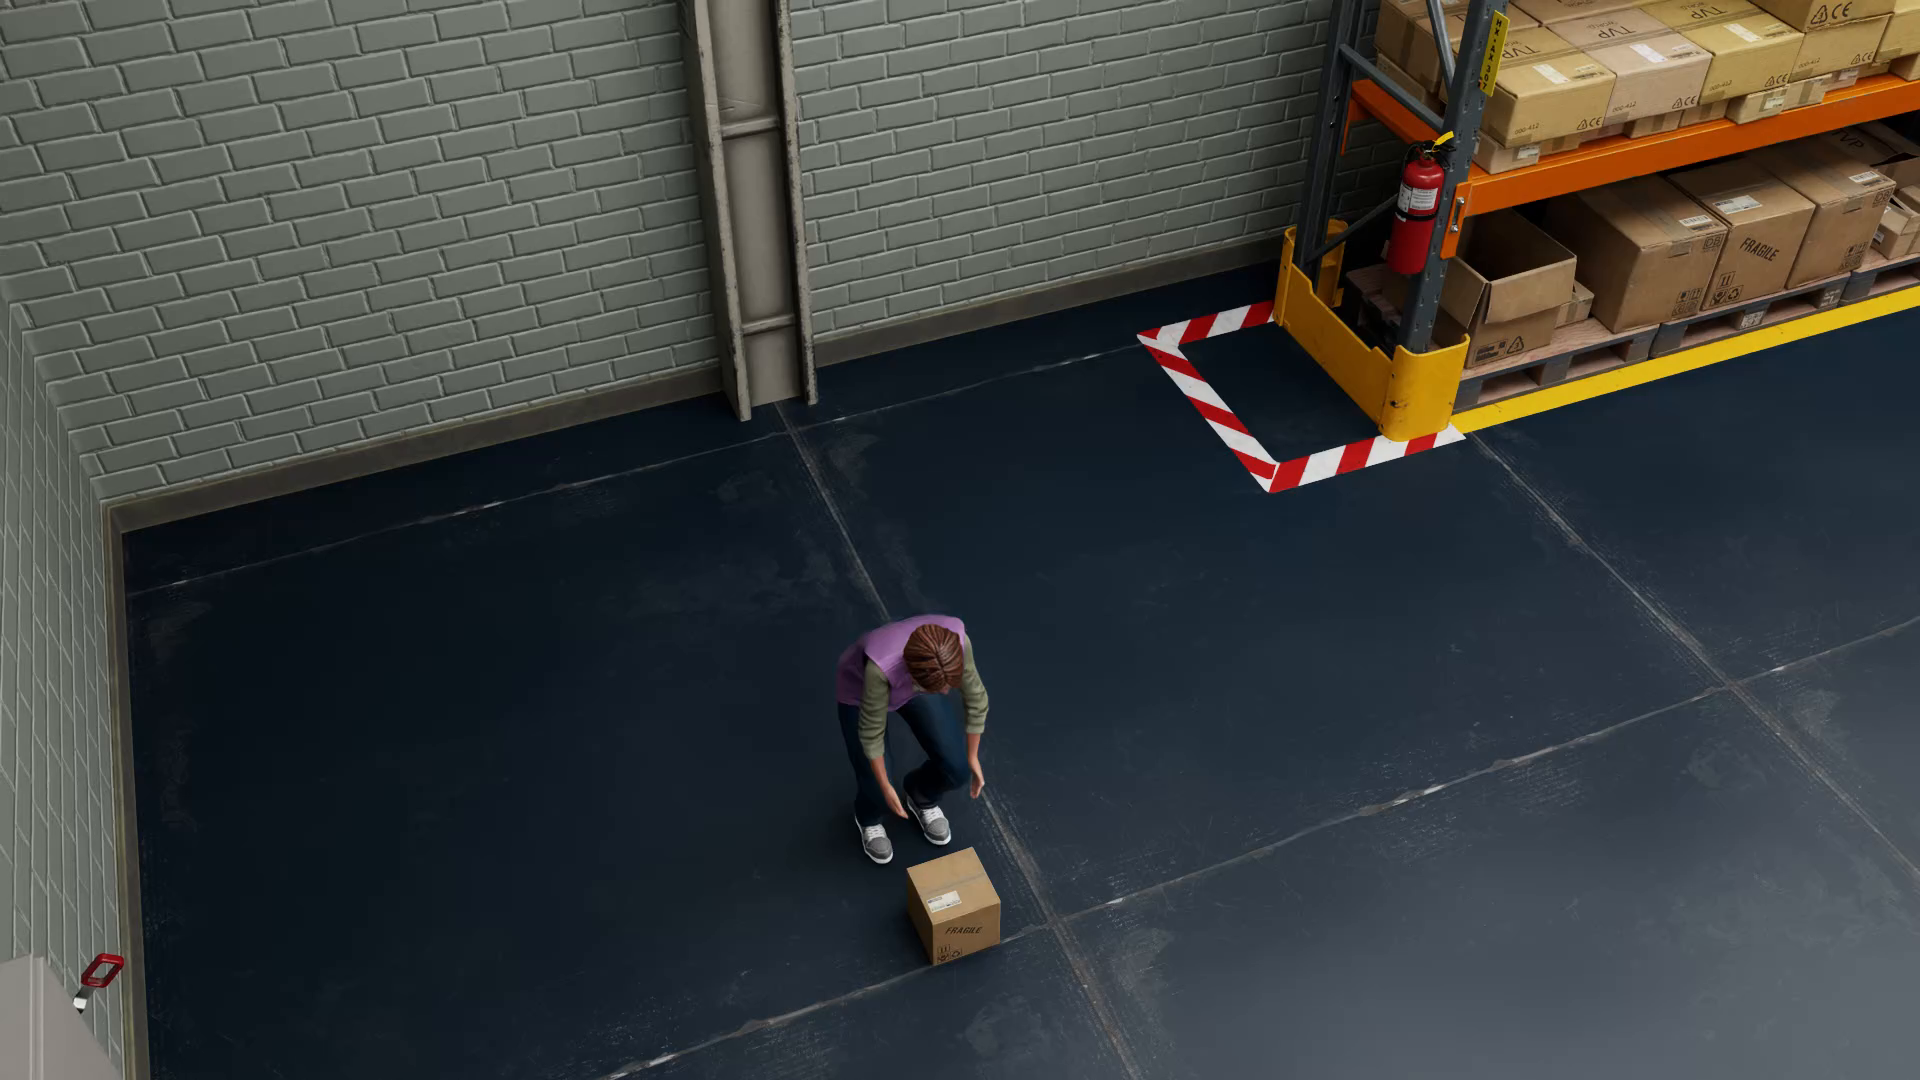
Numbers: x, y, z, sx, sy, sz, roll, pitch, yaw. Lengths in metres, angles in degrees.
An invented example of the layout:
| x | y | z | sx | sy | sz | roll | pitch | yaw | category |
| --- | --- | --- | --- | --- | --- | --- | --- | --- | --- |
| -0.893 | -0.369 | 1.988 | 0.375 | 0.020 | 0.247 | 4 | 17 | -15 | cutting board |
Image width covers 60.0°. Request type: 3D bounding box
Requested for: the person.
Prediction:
| x | y | z | sx | sy | sz | roll | pitch | yaw | category |
| --- | --- | --- | --- | --- | --- | --- | --- | --- | --- |
| -0.164 | 0.626 | 5.728 | 0.463 | 1.270 | 0.673 | -15 | 45 | -16 | person |
